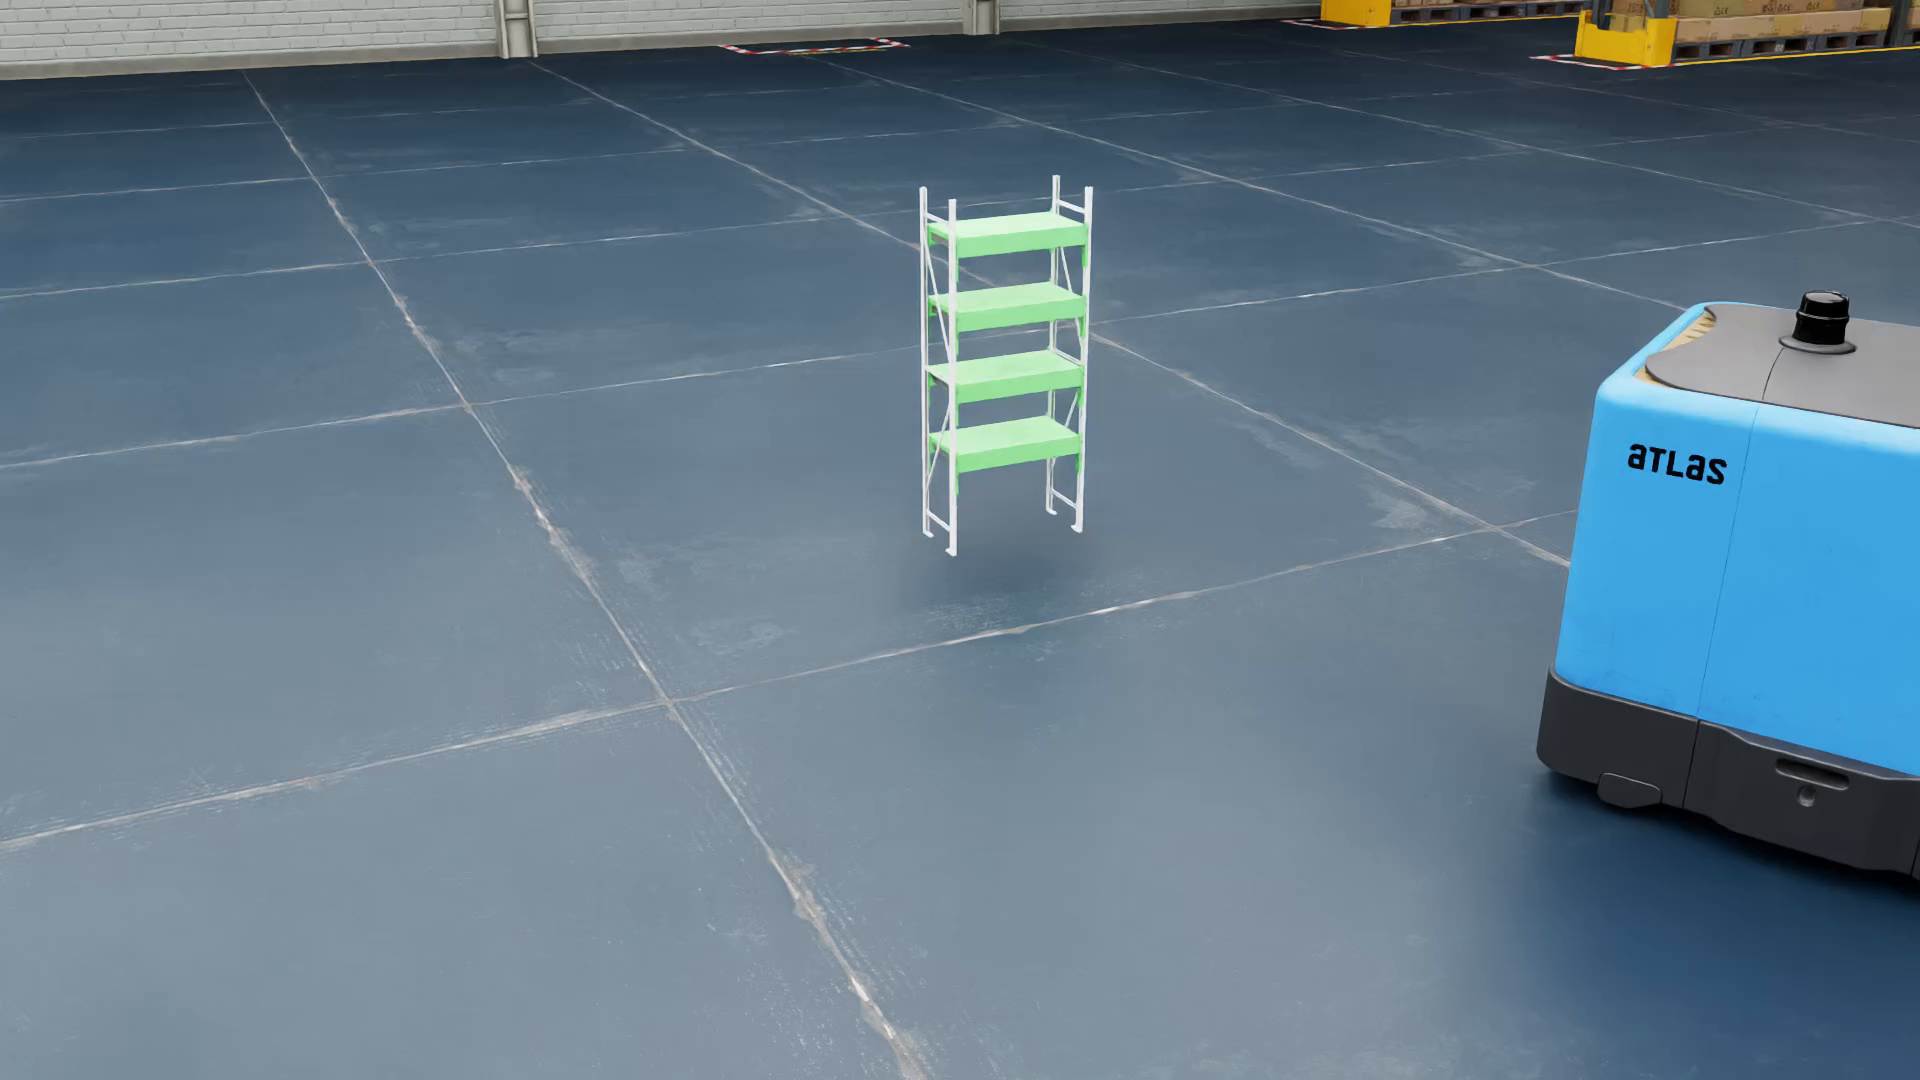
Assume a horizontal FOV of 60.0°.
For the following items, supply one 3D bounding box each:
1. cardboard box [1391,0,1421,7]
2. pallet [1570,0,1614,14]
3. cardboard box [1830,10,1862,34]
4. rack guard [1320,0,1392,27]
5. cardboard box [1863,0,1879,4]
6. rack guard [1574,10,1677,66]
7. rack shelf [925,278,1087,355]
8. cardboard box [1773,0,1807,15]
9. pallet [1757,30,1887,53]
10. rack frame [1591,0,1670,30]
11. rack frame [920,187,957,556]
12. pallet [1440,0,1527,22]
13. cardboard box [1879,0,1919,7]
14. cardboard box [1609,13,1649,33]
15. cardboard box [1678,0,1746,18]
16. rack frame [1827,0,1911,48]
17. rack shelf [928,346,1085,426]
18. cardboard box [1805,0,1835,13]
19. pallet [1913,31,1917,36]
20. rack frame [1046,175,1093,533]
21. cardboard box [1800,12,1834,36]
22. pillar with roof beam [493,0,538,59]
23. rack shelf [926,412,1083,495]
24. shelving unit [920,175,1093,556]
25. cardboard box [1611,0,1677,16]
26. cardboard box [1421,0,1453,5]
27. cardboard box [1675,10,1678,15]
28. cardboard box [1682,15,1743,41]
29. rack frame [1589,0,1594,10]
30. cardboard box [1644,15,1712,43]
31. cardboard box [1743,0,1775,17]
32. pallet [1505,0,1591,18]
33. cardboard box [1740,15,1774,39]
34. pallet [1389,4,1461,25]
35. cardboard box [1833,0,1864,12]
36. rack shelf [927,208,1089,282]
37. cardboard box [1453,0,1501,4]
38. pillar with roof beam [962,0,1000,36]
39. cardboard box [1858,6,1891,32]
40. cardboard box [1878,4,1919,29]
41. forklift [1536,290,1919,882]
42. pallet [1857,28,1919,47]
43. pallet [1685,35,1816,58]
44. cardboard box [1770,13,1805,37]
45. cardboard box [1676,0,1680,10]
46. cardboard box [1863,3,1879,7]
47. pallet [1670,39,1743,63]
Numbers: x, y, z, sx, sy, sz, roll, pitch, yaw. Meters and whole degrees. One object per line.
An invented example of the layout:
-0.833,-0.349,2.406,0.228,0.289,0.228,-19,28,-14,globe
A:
6.087,-7.628,23.197,0.500,0.311,0.500,-14,26,-30,cardboard box
9.729,-8.088,25.014,1.213,0.211,1.003,-10,25,-24,pallet
10.402,-6.232,19.930,0.500,0.250,0.500,-10,25,-24,cardboard box
5.493,-7.441,23.073,0.348,0.500,1.175,-10,25,-24,rack guard
11.421,-6.889,20.784,0.500,0.311,0.500,-10,25,-24,cardboard box
7.554,-5.718,18.910,0.348,0.500,1.175,-10,25,-24,rack guard
0.149,-0.745,5.519,0.480,0.148,0.258,-10,25,-24,rack shelf
9.508,-6.407,19.372,0.500,0.500,0.500,-10,25,-24,cardboard box
10.445,-6.135,20.294,1.213,0.211,1.003,-10,25,-24,pallet
7.576,-6.877,18.441,0.127,3.000,1.000,-10,25,-24,rack frame
-0.071,-0.541,5.489,0.015,1.200,0.240,-10,25,-24,rack frame
7.338,-7.631,23.909,1.213,0.211,1.003,-10,25,-24,pallet
11.661,-6.706,20.341,0.500,0.311,0.500,-10,25,-23,cardboard box
7.931,-5.991,19.348,0.500,0.250,0.500,-10,25,-24,cardboard box
8.605,-6.243,18.975,0.500,0.500,0.500,-10,25,-24,cardboard box
11.180,-7.540,20.044,0.127,3.000,1.000,-10,25,-24,rack frame
0.149,-0.523,5.611,0.480,0.148,0.258,-10,25,-24,rack shelf
9.953,-6.495,19.585,0.500,0.500,0.500,-10,25,-24,cardboard box
12.928,-6.592,21.398,1.213,0.211,1.003,-10,25,-24,pallet
0.369,-0.622,5.685,0.015,1.200,0.240,-10,25,-24,rack frame
9.958,-6.144,19.717,0.500,0.250,0.500,-10,25,-24,cardboard box
-3.266,-8.295,14.025,0.400,9.000,9.100,-10,25,-24,pillar with roof beam
0.149,-0.301,5.703,0.480,0.148,0.258,-10,25,-24,rack shelf
0.149,-0.582,5.587,0.503,1.200,0.258,-10,25,-24,shelving unit
7.930,-6.338,19.206,0.500,0.500,0.500,-10,25,-24,cardboard box
6.600,-7.723,23.425,0.500,0.311,0.500,-8,24,-19,cardboard box
8.376,-6.078,19.558,0.500,0.250,0.500,-10,25,-24,cardboard box
8.605,-5.897,19.120,0.500,0.250,0.500,-10,25,-24,cardboard box
9.028,-9.247,24.167,0.127,3.000,1.000,-10,25,-24,rack frame
8.156,-5.813,18.917,0.500,0.250,0.500,-10,25,-24,cardboard box
9.050,-6.330,19.186,0.500,0.500,0.500,-10,25,-24,cardboard box
8.439,-7.835,24.402,1.213,0.211,1.003,-10,25,-24,pallet
9.055,-5.980,19.320,0.500,0.250,0.500,-10,25,-24,cardboard box
6.240,-7.430,23.424,1.213,0.211,1.003,-10,25,-24,pallet
10.401,-6.579,19.788,0.500,0.500,0.500,-10,25,-24,cardboard box
0.149,-0.966,5.428,0.480,0.148,0.258,-10,25,-24,rack shelf
7.283,-7.915,23.641,0.500,0.500,0.700,-12,25,-27,cardboard box
2.140,-9.291,16.429,0.400,9.000,9.100,-10,25,-24,pillar with roof beam
10.857,-6.312,20.122,0.500,0.250,0.500,-10,25,-24,cardboard box
11.651,-6.446,20.445,0.500,0.250,0.500,-11,25,-25,cardboard box
2.966,-0.554,3.255,3.031,2.935,1.130,15,27,32,forklift
11.827,-6.388,20.905,1.213,0.211,1.003,-10,25,-24,pallet
9.345,-5.931,19.801,1.213,0.211,1.003,-10,25,-24,pallet
9.508,-6.061,19.516,0.500,0.250,0.500,-10,25,-24,cardboard box
8.825,-6.509,19.619,0.500,0.500,0.500,-10,25,-24,cardboard box
11.428,-6.633,20.897,0.500,0.250,0.500,-11,25,-24,cardboard box
8.247,-5.730,19.316,1.213,0.211,1.003,-10,25,-24,pallet
